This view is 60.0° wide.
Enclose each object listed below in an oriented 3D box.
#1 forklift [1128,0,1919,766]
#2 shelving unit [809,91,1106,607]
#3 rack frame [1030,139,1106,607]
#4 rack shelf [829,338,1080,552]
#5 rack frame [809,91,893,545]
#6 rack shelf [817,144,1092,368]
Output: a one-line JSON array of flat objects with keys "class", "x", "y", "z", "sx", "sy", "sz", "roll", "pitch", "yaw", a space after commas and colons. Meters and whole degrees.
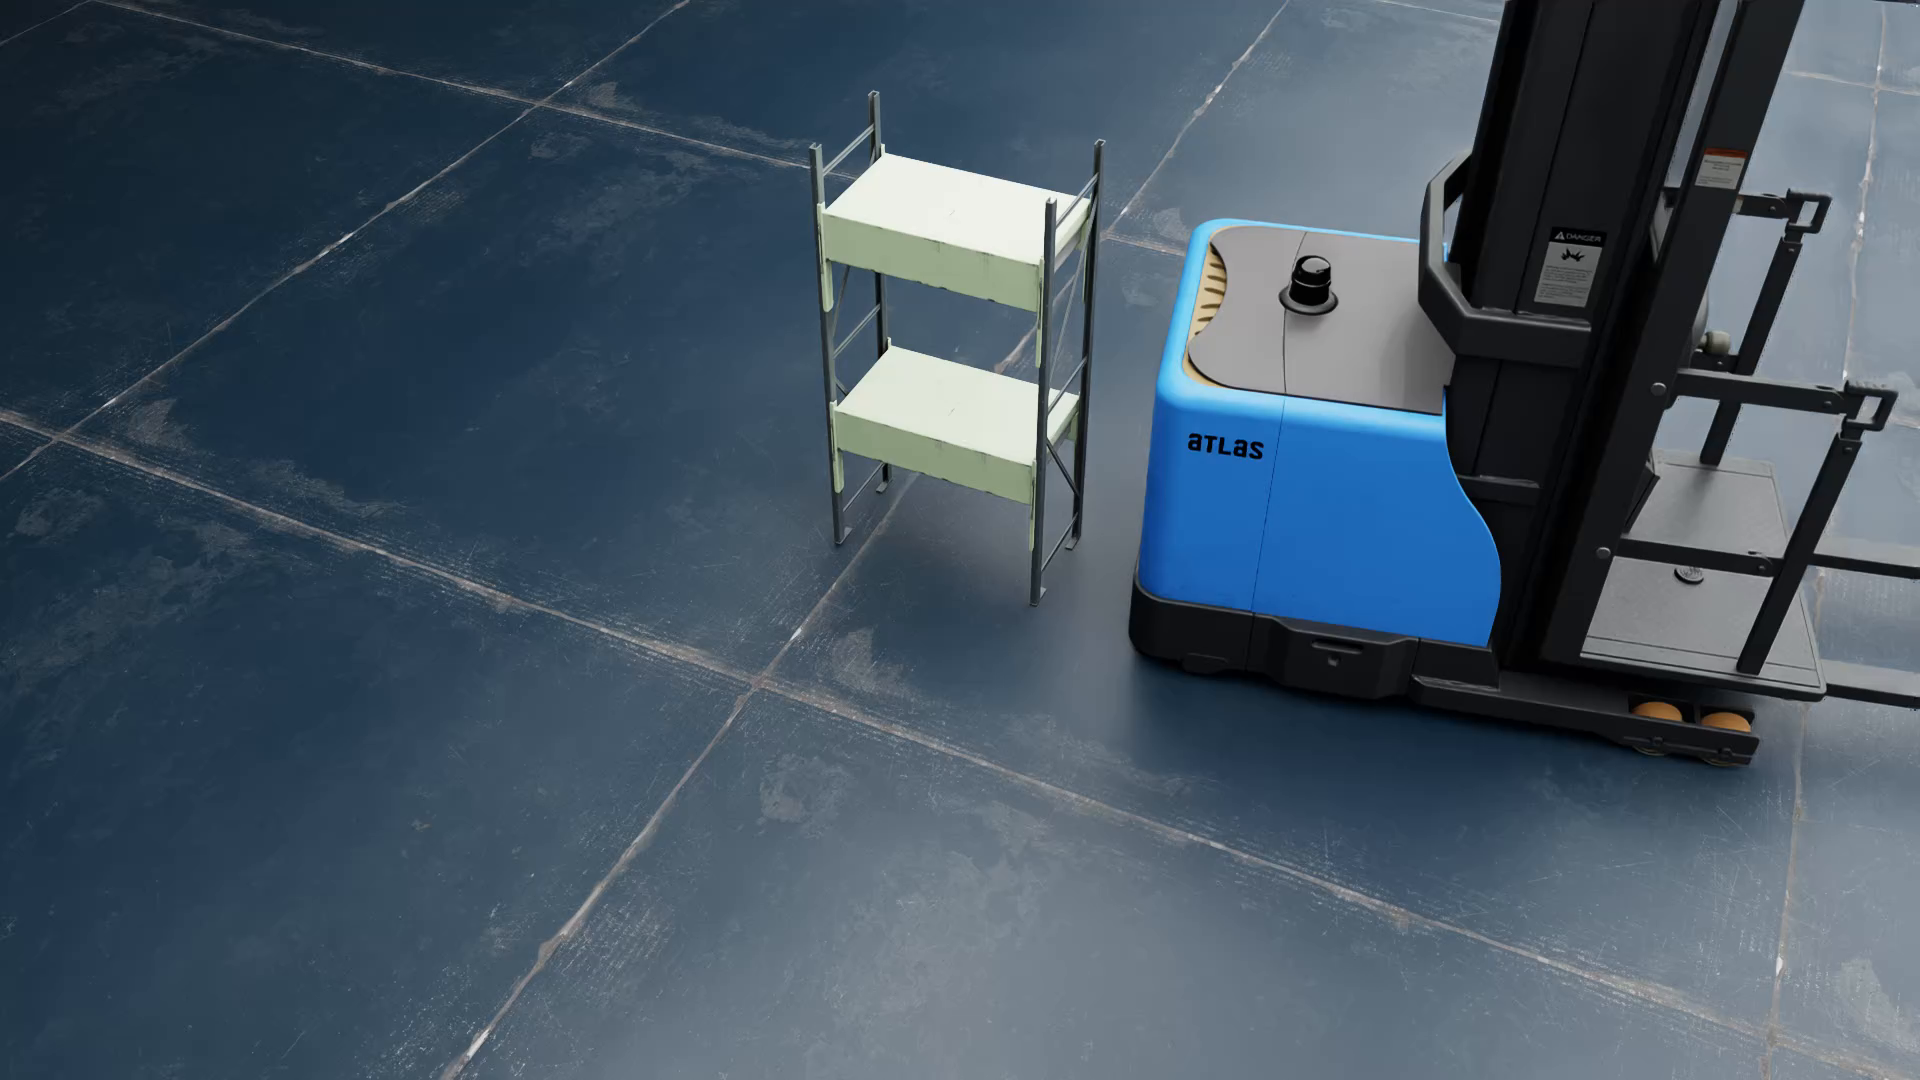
[{"class": "forklift", "x": 2.109, "y": -0.816, "z": 4.454, "sx": 3.031, "sy": 2.935, "sz": 1.130, "roll": 8, "pitch": 42, "yaw": 10}, {"class": "shelving unit", "x": -0.006, "y": -0.569, "z": 5.261, "sx": 0.755, "sy": 1.500, "sz": 0.431, "roll": 17, "pitch": 44, "yaw": 19}, {"class": "rack frame", "x": 0.326, "y": -0.467, "z": 5.144, "sx": 0.023, "sy": 1.500, "sz": 0.400, "roll": 17, "pitch": 44, "yaw": 19}, {"class": "rack shelf", "x": -0.006, "y": -0.322, "z": 5.474, "sx": 0.720, "sy": 0.370, "sz": 0.431, "roll": 17, "pitch": 44, "yaw": 19}, {"class": "rack frame", "x": -0.338, "y": -0.670, "z": 5.378, "sx": 0.023, "sy": 1.500, "sz": 0.400, "roll": 17, "pitch": 44, "yaw": 19}, {"class": "rack shelf", "x": -0.006, "y": -0.863, "z": 5.005, "sx": 0.720, "sy": 0.370, "sz": 0.431, "roll": 17, "pitch": 44, "yaw": 19}]
